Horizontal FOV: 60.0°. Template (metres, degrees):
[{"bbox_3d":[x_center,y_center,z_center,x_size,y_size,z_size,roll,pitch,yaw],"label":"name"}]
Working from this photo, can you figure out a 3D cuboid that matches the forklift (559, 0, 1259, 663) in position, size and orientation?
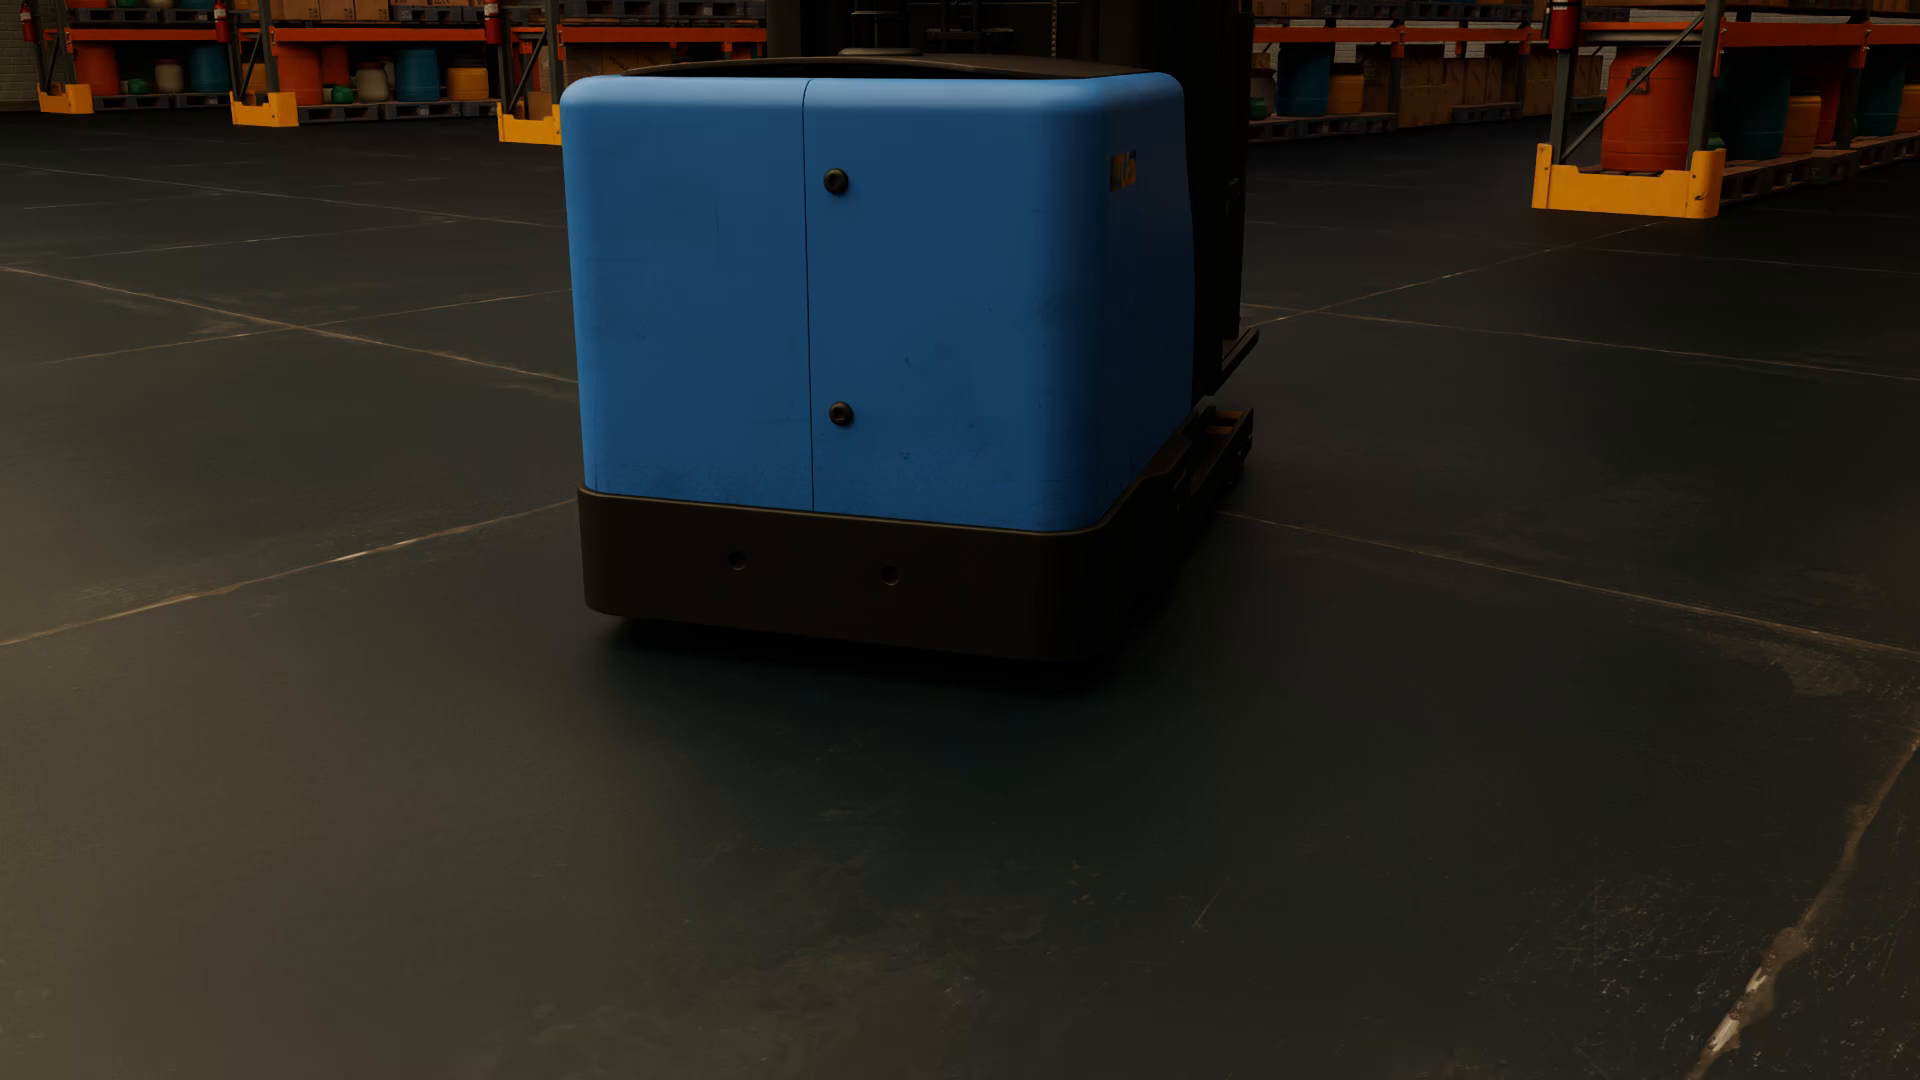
[{"bbox_3d":[0.182,-1.571,4.072,1.130,2.935,3.031,5,18,17],"label":"forklift"}]
